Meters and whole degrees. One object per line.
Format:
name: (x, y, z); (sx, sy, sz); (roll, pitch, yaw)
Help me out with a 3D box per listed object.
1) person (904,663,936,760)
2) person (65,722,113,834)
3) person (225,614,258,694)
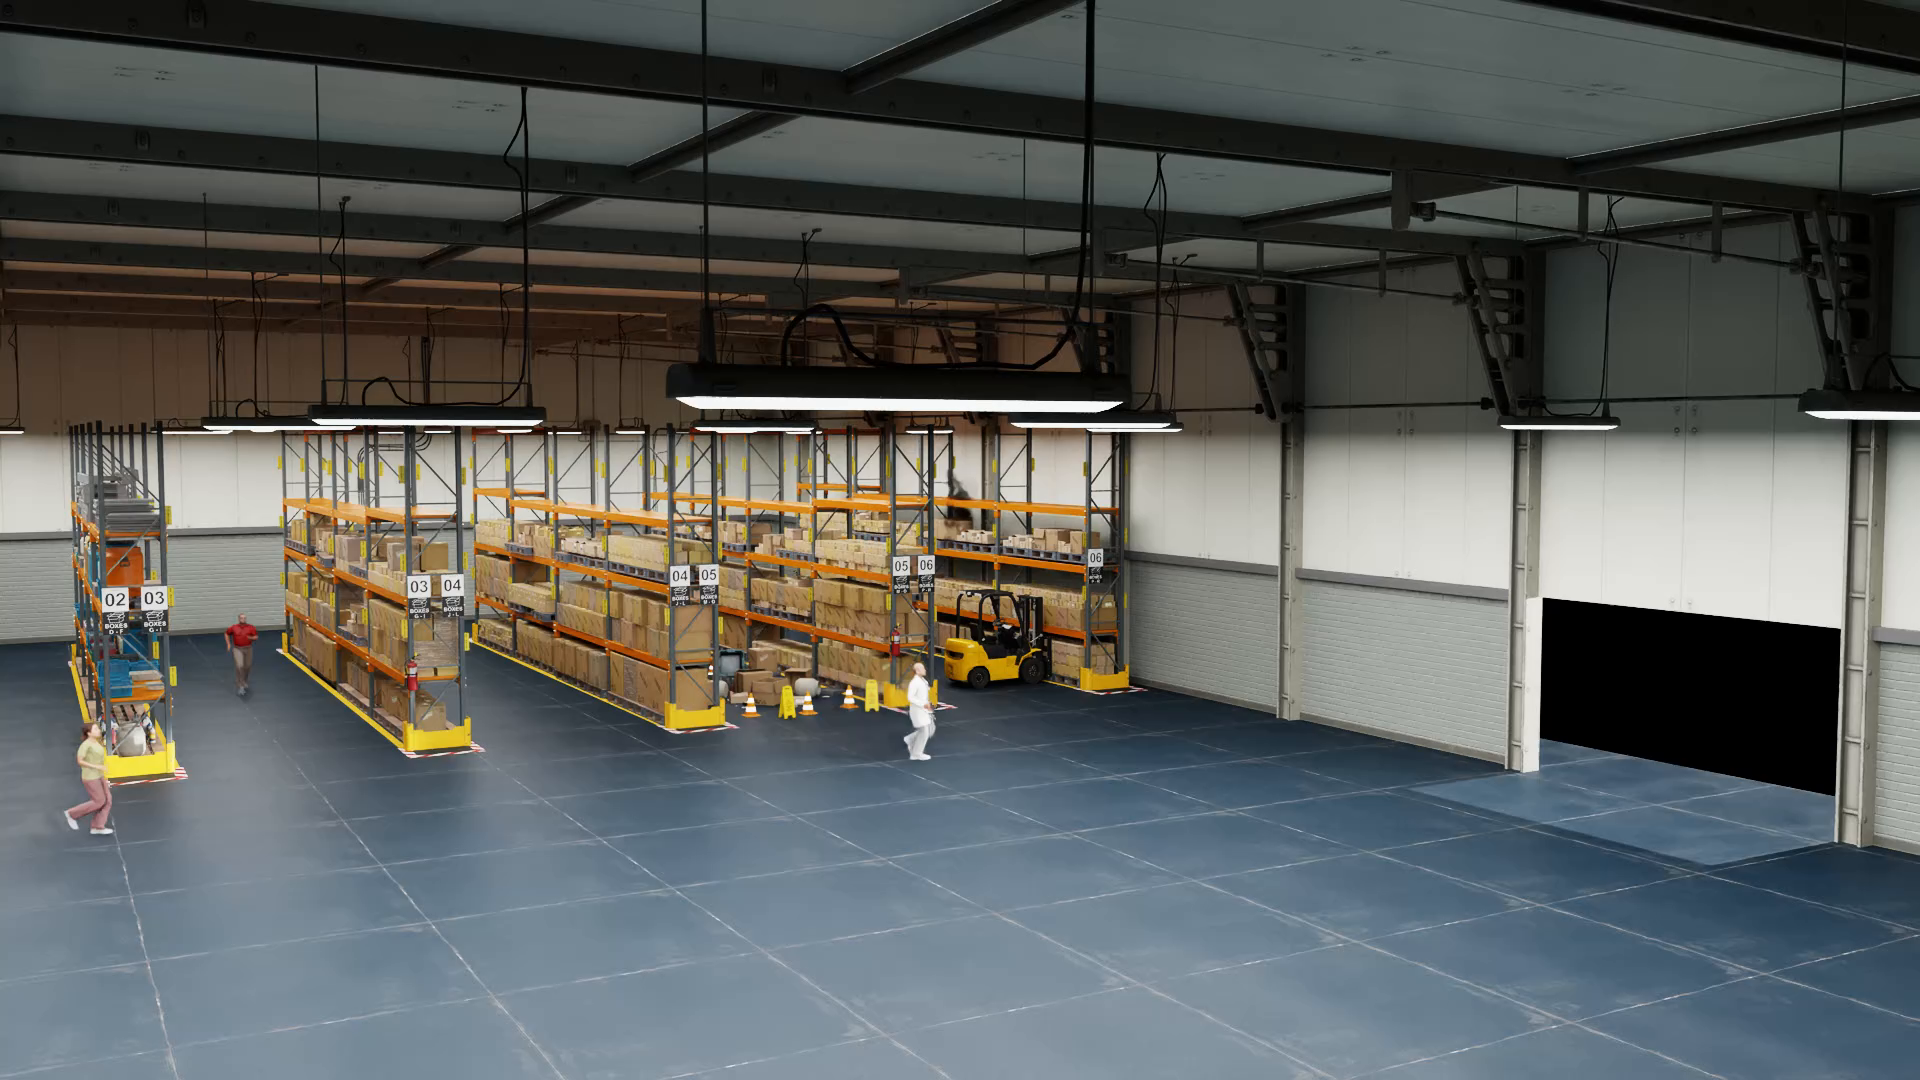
person: (-0.722, 3.033, 29.431); (0.632, 1.730, 0.689); (1, 4, 16)
person: (-12.531, 3.441, 23.930); (0.626, 1.597, 0.580); (-1, 4, -9)
person: (-16.142, 2.543, 37.432); (0.643, 1.782, 0.830); (-3, 4, -37)
